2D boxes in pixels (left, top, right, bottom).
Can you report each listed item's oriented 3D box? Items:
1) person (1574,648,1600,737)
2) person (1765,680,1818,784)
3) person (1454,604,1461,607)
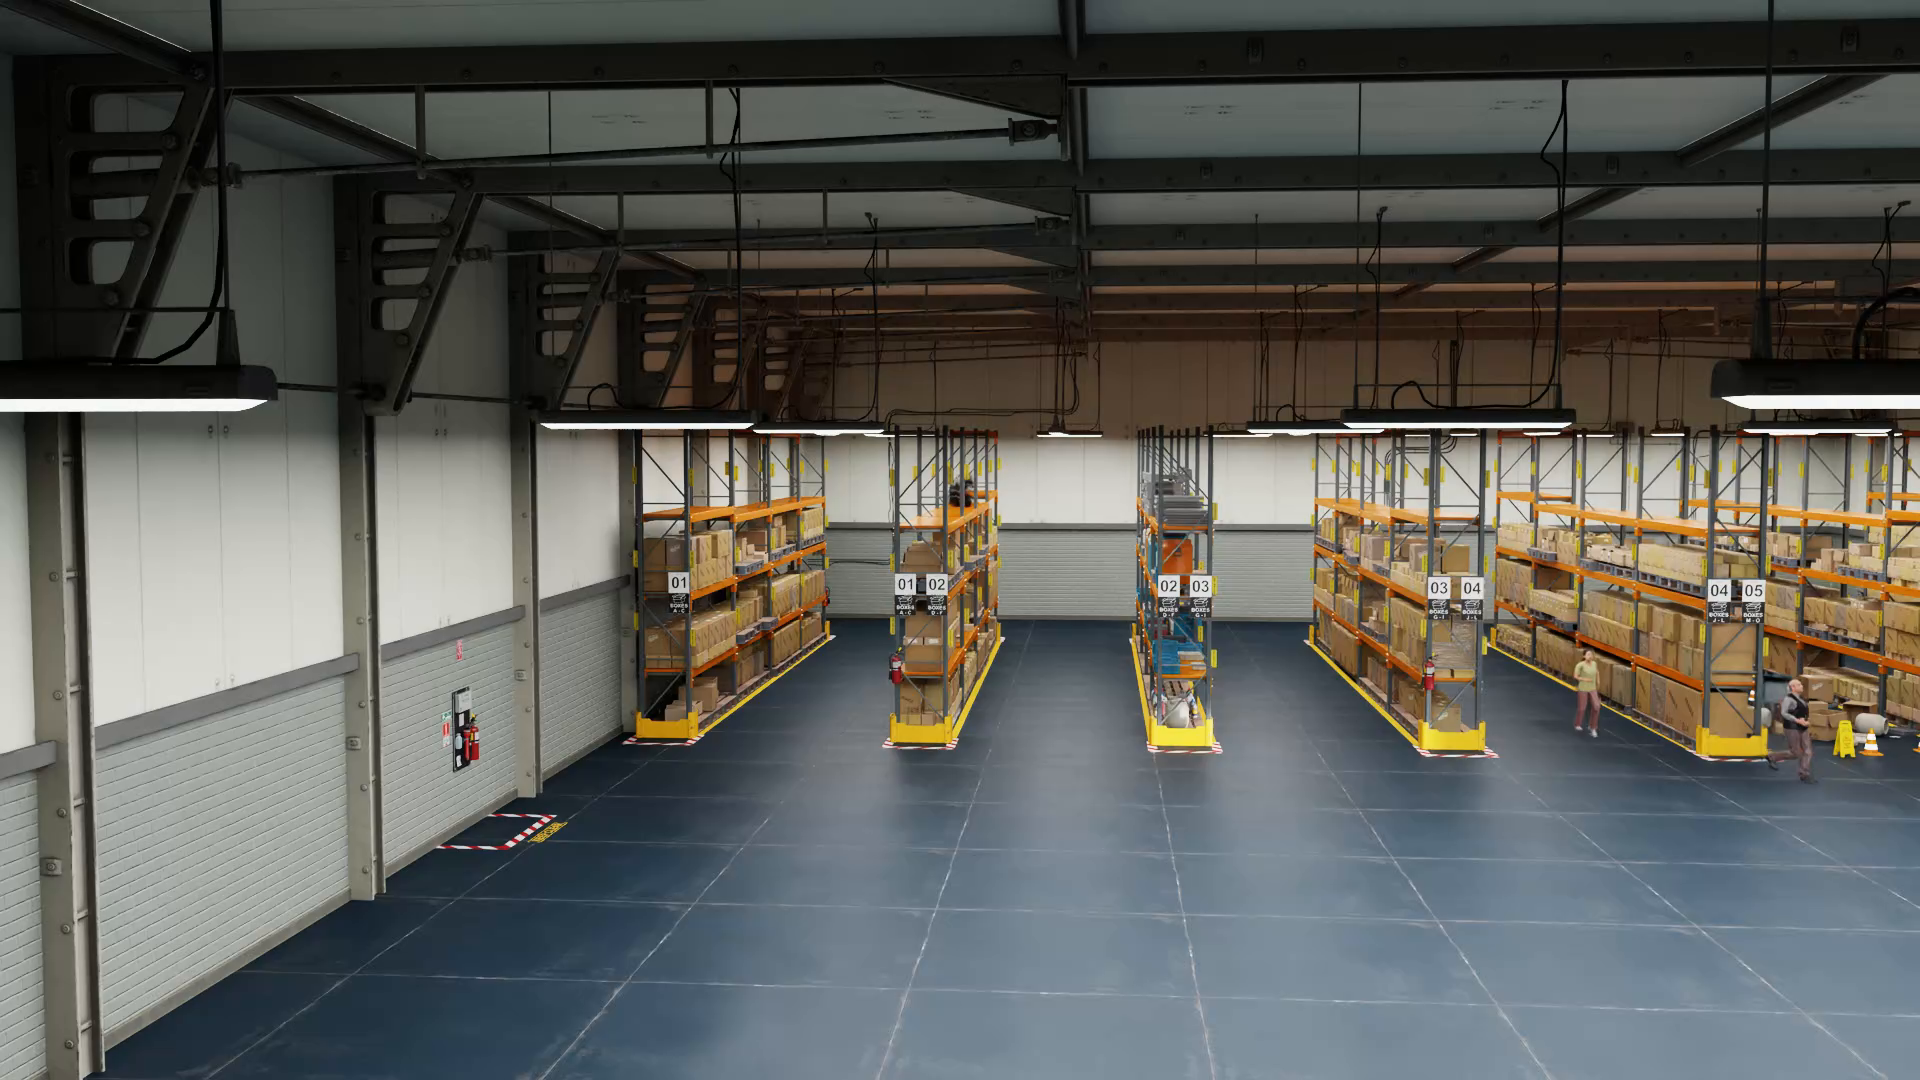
[{"bbox_3d":[12.177,2.964,32.281,0.597,1.736,0.711,0,3,-6],"label":"person"},{"bbox_3d":[14.028,3.201,27.974,0.665,1.716,0.841,-3,4,-36],"label":"person"},{"bbox_3d":[13.514,2.146,46.116,0.622,1.605,0.528,3,5,45],"label":"person"}]
